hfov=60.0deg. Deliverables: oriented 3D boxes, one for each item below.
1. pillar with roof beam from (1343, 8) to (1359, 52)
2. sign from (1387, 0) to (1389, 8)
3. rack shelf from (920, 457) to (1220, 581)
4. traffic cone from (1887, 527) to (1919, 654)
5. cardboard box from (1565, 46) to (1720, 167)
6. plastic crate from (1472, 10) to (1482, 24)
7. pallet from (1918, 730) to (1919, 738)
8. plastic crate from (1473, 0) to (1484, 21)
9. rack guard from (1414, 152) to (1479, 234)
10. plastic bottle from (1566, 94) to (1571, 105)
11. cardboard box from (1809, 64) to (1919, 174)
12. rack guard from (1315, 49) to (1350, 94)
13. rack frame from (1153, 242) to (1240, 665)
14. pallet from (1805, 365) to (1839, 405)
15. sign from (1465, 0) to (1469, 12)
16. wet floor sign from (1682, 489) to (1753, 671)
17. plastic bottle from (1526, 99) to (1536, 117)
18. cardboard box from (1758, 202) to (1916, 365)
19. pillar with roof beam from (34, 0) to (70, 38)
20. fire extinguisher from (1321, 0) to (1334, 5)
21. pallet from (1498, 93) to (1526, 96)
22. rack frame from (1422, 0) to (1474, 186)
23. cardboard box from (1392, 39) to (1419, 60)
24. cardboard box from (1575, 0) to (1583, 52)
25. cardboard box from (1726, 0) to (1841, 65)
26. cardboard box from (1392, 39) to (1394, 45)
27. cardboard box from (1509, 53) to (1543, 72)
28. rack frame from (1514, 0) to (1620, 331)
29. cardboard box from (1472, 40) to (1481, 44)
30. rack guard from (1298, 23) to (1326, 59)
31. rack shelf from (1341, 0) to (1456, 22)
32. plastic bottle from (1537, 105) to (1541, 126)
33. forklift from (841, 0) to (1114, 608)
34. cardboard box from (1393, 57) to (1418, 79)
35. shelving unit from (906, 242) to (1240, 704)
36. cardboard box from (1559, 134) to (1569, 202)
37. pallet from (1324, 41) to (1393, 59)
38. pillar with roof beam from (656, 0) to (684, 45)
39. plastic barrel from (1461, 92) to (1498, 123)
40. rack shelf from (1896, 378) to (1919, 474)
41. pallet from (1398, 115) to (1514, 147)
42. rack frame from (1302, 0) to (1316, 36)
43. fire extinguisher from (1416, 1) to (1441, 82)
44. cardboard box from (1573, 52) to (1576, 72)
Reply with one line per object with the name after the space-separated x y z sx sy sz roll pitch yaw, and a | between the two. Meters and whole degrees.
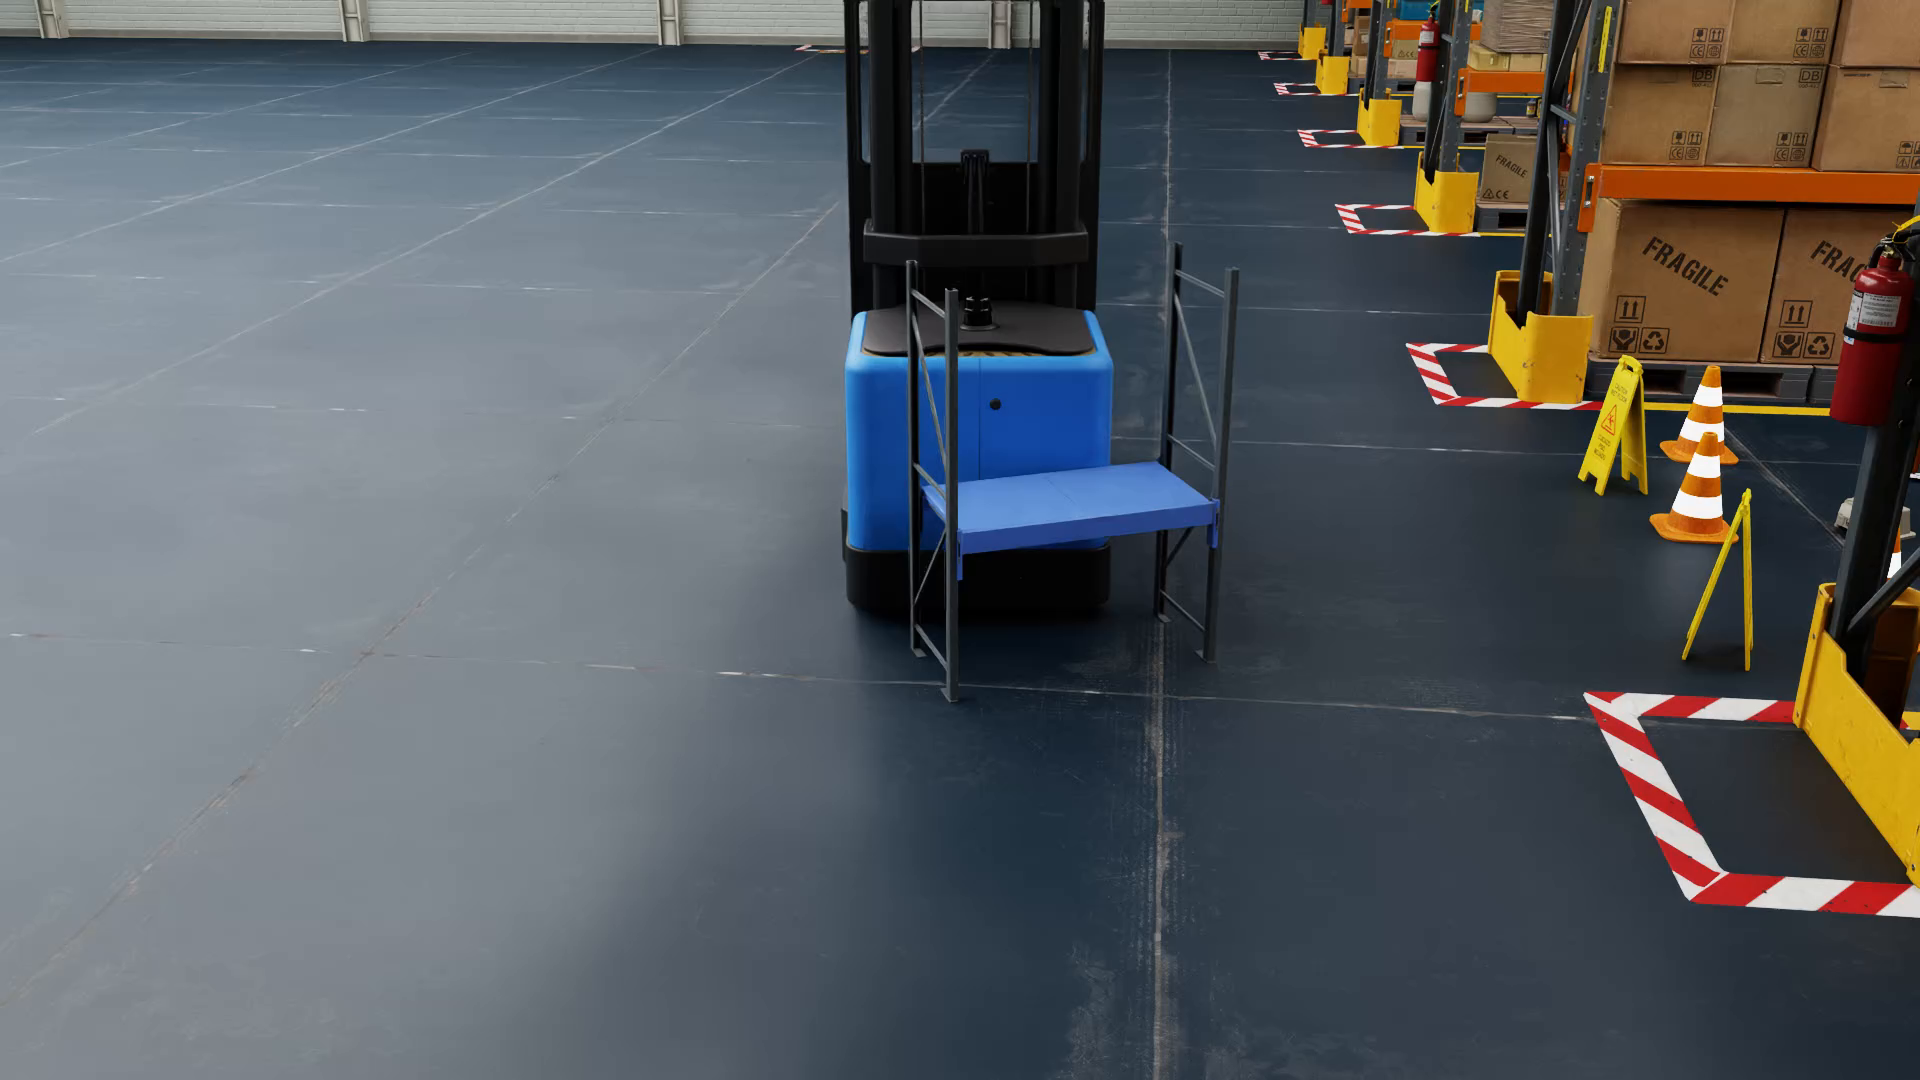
6.164 -11.115 23.314 0.400 9.000 9.100 2 22 6 | pillar with roof beam
4.639 -5.922 17.963 0.005 0.325 0.100 2 22 6 | sign
0.385 -0.091 6.118 1.000 0.185 0.538 -7 23 -17 | rack shelf
3.538 0.160 6.406 0.334 0.463 0.336 2 22 6 | traffic cone
3.815 -2.449 9.351 0.550 0.550 0.875 2 22 6 | cardboard box
5.559 -5.715 18.174 0.250 0.136 0.298 2 22 6 | plastic crate
3.837 0.781 5.178 1.213 0.211 1.003 2 22 6 | pallet
5.884 -5.982 18.694 0.408 0.251 0.499 2 22 6 | plastic crate
4.200 -3.020 14.398 0.348 0.500 1.175 2 22 6 | rack guard
6.968 -4.986 19.077 0.135 0.276 0.152 2 22 5 | plastic bottle
4.905 -2.363 9.134 0.550 0.550 0.875 2 22 6 | cardboard box
5.271 -6.641 23.557 0.348 0.500 1.175 2 22 6 | rack guard
0.868 -0.316 6.199 0.032 1.500 0.500 -7 23 -17 | rack frame
5.452 -1.022 9.739 1.213 0.211 1.003 2 22 6 | pallet
4.061 -4.390 13.287 0.005 0.325 0.100 2 22 6 | sign
2.896 0.129 6.237 0.232 0.644 0.267 11 24 25 | wet floor sign
6.583 -4.978 19.158 0.097 0.201 0.097 0 22 0 | plastic bottle
4.996 -1.544 9.583 0.875 0.875 0.875 2 22 5 | cardboard box
-17.669 -12.153 25.940 0.400 9.000 9.100 2 22 6 | pillar with roof beam
5.232 -7.941 23.551 0.183 0.674 0.296 2 22 6 | fire extinguisher
7.267 -6.434 23.427 1.213 0.211 1.003 2 22 6 | pallet
4.125 -4.186 13.947 0.127 3.000 1.000 2 22 6 | rack frame
6.298 -6.942 23.068 0.500 0.500 0.500 2 22 6 | cardboard box
5.179 -4.359 13.844 0.500 0.500 0.875 2 22 6 | cardboard box
4.362 -2.931 9.100 0.550 0.550 0.875 2 22 6 | cardboard box
7.116 -8.478 27.862 0.500 0.311 0.500 4 22 11 | cardboard box
4.626 -3.952 13.697 0.250 0.149 0.380 2 22 6 | cardboard box
3.441 -2.379 9.378 0.127 3.000 1.000 2 22 6 | rack frame
7.290 -6.897 22.955 0.500 0.500 0.500 2 22 6 | cardboard box
5.949 -8.445 28.121 0.348 0.500 1.175 2 22 6 | rack guard
7.281 -7.381 23.008 4.000 0.370 1.077 2 22 6 | rack shelf
6.472 -4.737 18.456 0.097 0.271 0.097 0 22 0 | plastic bottle
0.056 -1.586 7.464 1.130 2.935 3.031 0 22 -1 | forklift
6.298 -6.594 23.208 0.500 0.250 0.500 2 22 6 | cardboard box
0.385 -0.258 6.052 1.048 1.500 0.538 -7 23 -17 | shelving unit
5.341 -3.172 14.212 0.500 0.500 0.500 8 23 20 | cardboard box
6.752 -8.263 28.053 1.213 0.211 1.003 2 22 6 | pallet
-5.753 -11.634 24.627 0.400 9.000 9.100 2 22 6 | pillar with roof beam
5.868 -5.010 18.845 0.421 0.512 0.421 0 22 0 | plastic barrel
4.945 -0.146 4.709 4.000 0.370 1.077 2 22 6 | rack shelf
5.595 -4.674 18.975 1.213 0.211 1.003 2 22 6 | pallet
5.874 -9.611 27.670 0.127 3.000 1.000 2 22 6 | rack frame
4.065 -4.323 14.399 0.183 0.674 0.296 2 22 6 | fire extinguisher
5.123 -3.932 13.647 0.250 0.149 0.380 2 22 6 | cardboard box
